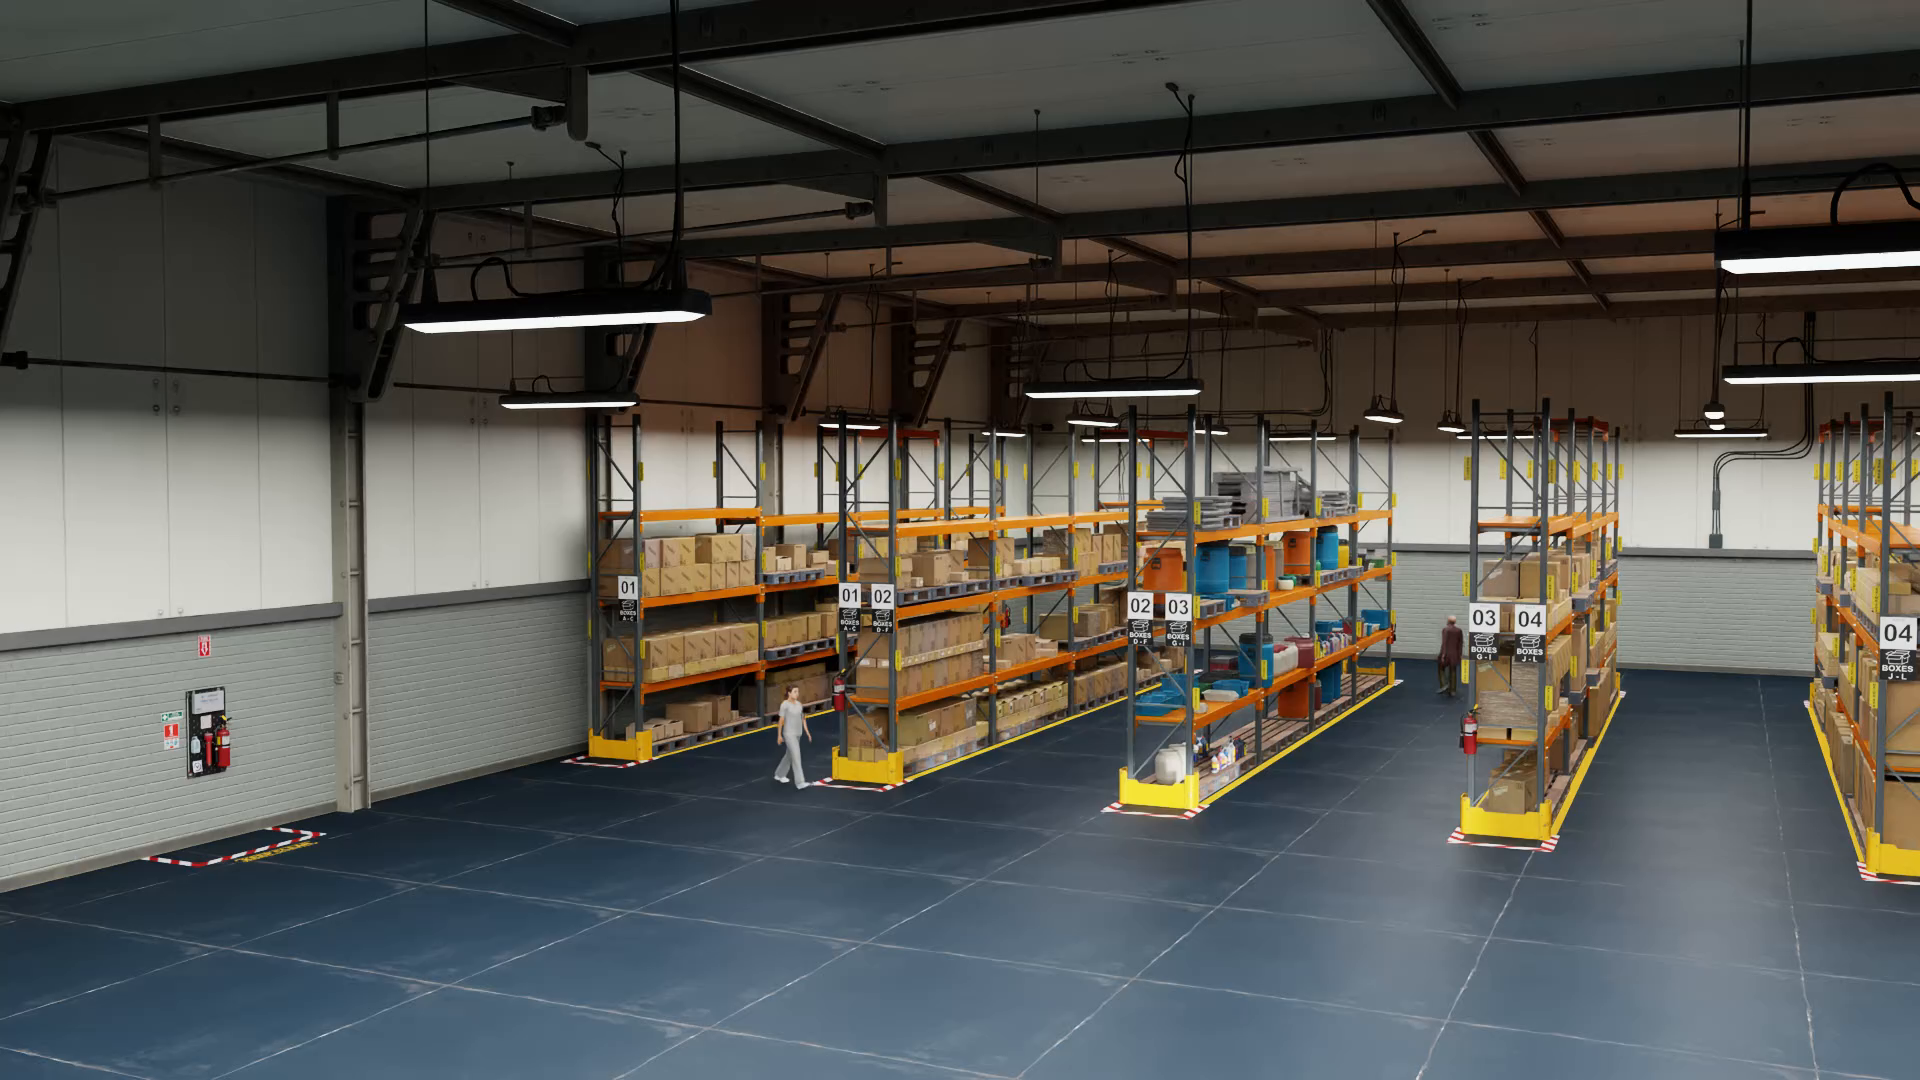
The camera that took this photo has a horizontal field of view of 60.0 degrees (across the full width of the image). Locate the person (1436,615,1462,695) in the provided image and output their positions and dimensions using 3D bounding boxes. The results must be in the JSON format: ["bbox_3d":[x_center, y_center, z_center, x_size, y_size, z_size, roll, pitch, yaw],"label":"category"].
[{"bbox_3d":[10.978,2.600,37.182,0.571,1.810,0.603,0,2,3],"label":"person"}]

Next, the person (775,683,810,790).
[{"bbox_3d":[-2.653,3.100,26.411,0.890,1.647,0.480,1,3,29],"label":"person"}]

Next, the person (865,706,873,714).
[{"bbox_3d":[-1.684,2.766,34.043,0.498,1.640,0.828,1,3,27],"label":"person"}]
